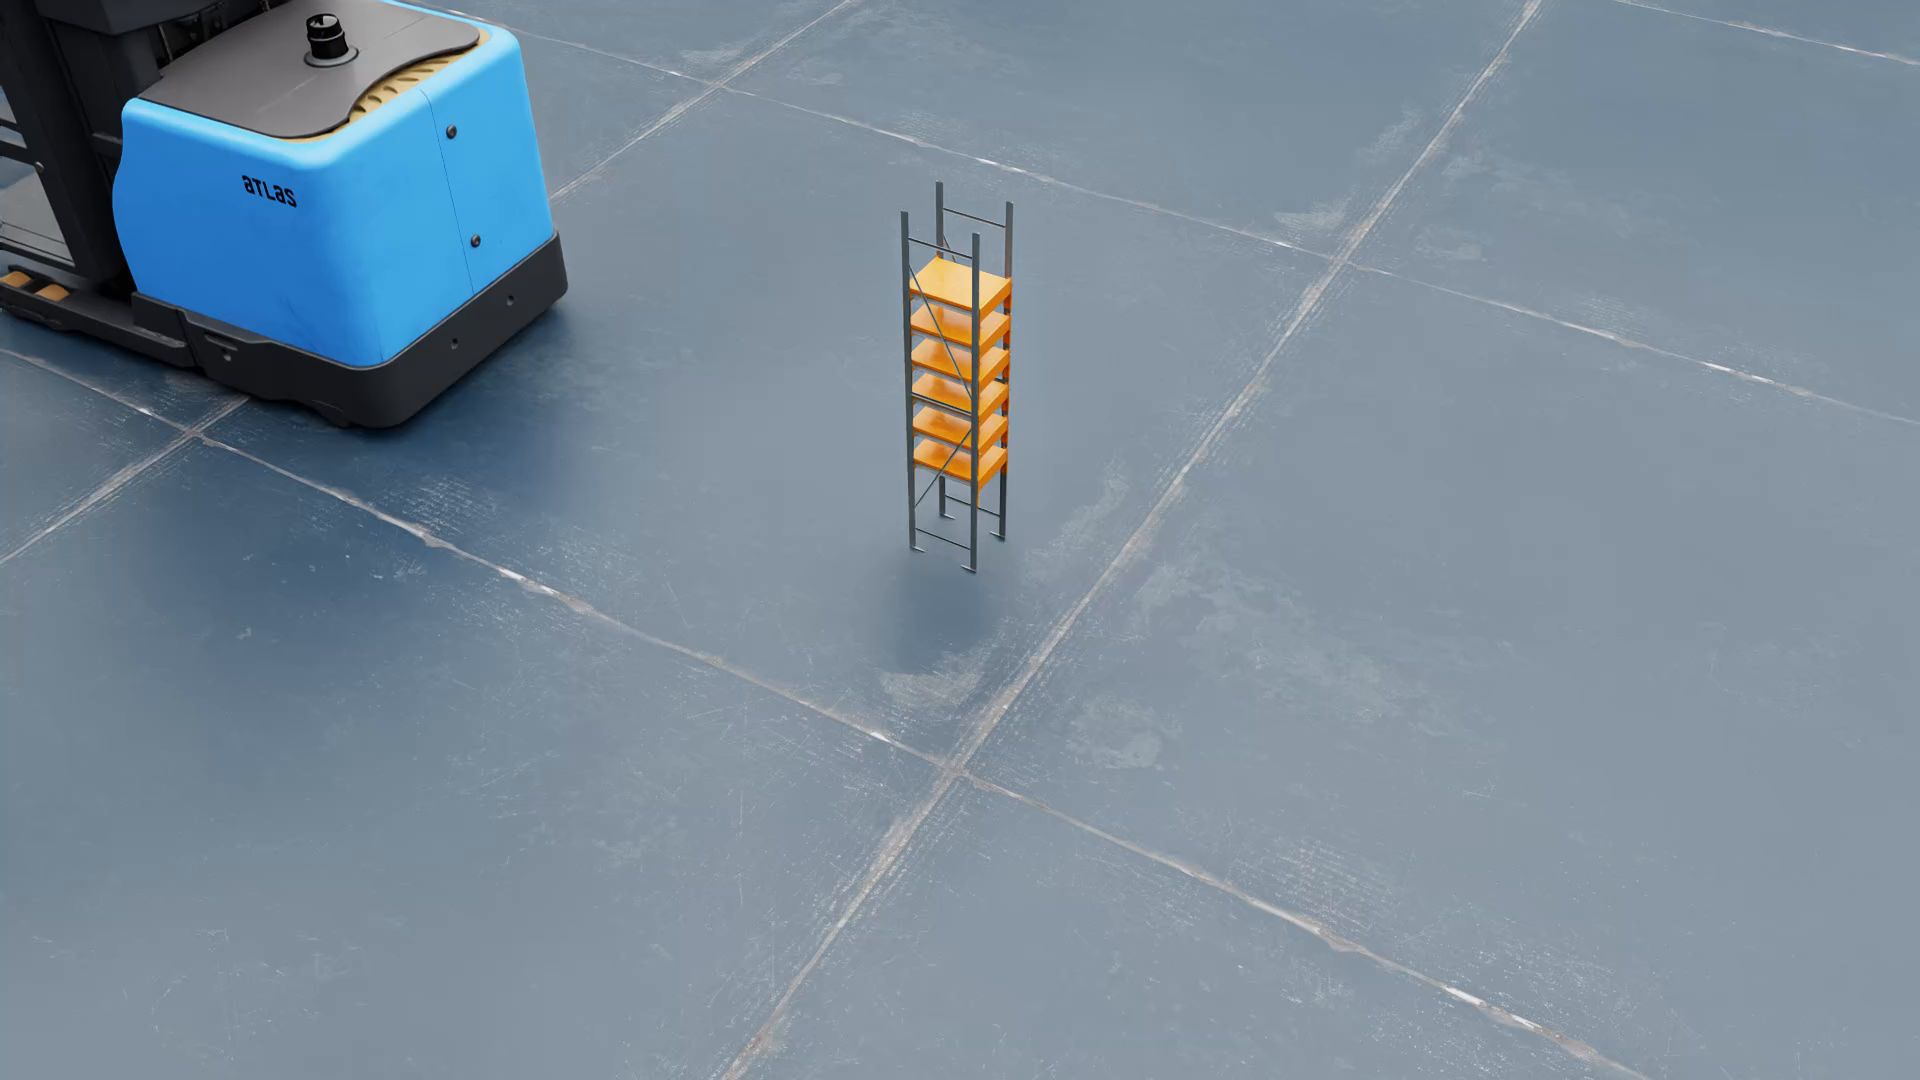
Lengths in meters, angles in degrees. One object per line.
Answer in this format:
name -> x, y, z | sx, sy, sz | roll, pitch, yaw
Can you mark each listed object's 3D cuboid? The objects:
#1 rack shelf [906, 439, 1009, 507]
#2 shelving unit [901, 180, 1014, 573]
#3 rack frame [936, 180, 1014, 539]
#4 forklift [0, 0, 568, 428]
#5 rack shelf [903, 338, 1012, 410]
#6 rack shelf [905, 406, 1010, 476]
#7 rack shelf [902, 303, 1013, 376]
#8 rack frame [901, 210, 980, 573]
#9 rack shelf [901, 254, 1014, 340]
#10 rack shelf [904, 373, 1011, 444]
rack shelf -> -0.007, -0.229, 5.032 | 0.258, 0.103, 0.180 | 21, 45, 22
shelving unit -> -0.007, -0.442, 4.844 | 0.258, 1.200, 0.189 | 21, 45, 22
rack frame -> 0.039, -0.494, 4.904 | 0.240, 1.200, 0.006 | 21, 45, 22
forklift -> -3.013, -2.161, 5.486 | 3.031, 2.935, 1.130 | 19, 45, 20
rack shelf -> -0.007, -0.499, 4.794 | 0.258, 0.103, 0.180 | 21, 45, 22
rack shelf -> -0.007, -0.319, 4.953 | 0.258, 0.103, 0.180 | 21, 45, 22
rack shelf -> -0.007, -0.589, 4.715 | 0.258, 0.103, 0.180 | 21, 45, 22
rack frame -> -0.053, -0.390, 4.785 | 0.240, 1.200, 0.006 | 21, 45, 22
rack shelf -> -0.007, -0.679, 4.636 | 0.258, 0.103, 0.180 | 21, 45, 22
rack shelf -> -0.007, -0.409, 4.873 | 0.258, 0.103, 0.180 | 21, 45, 22
